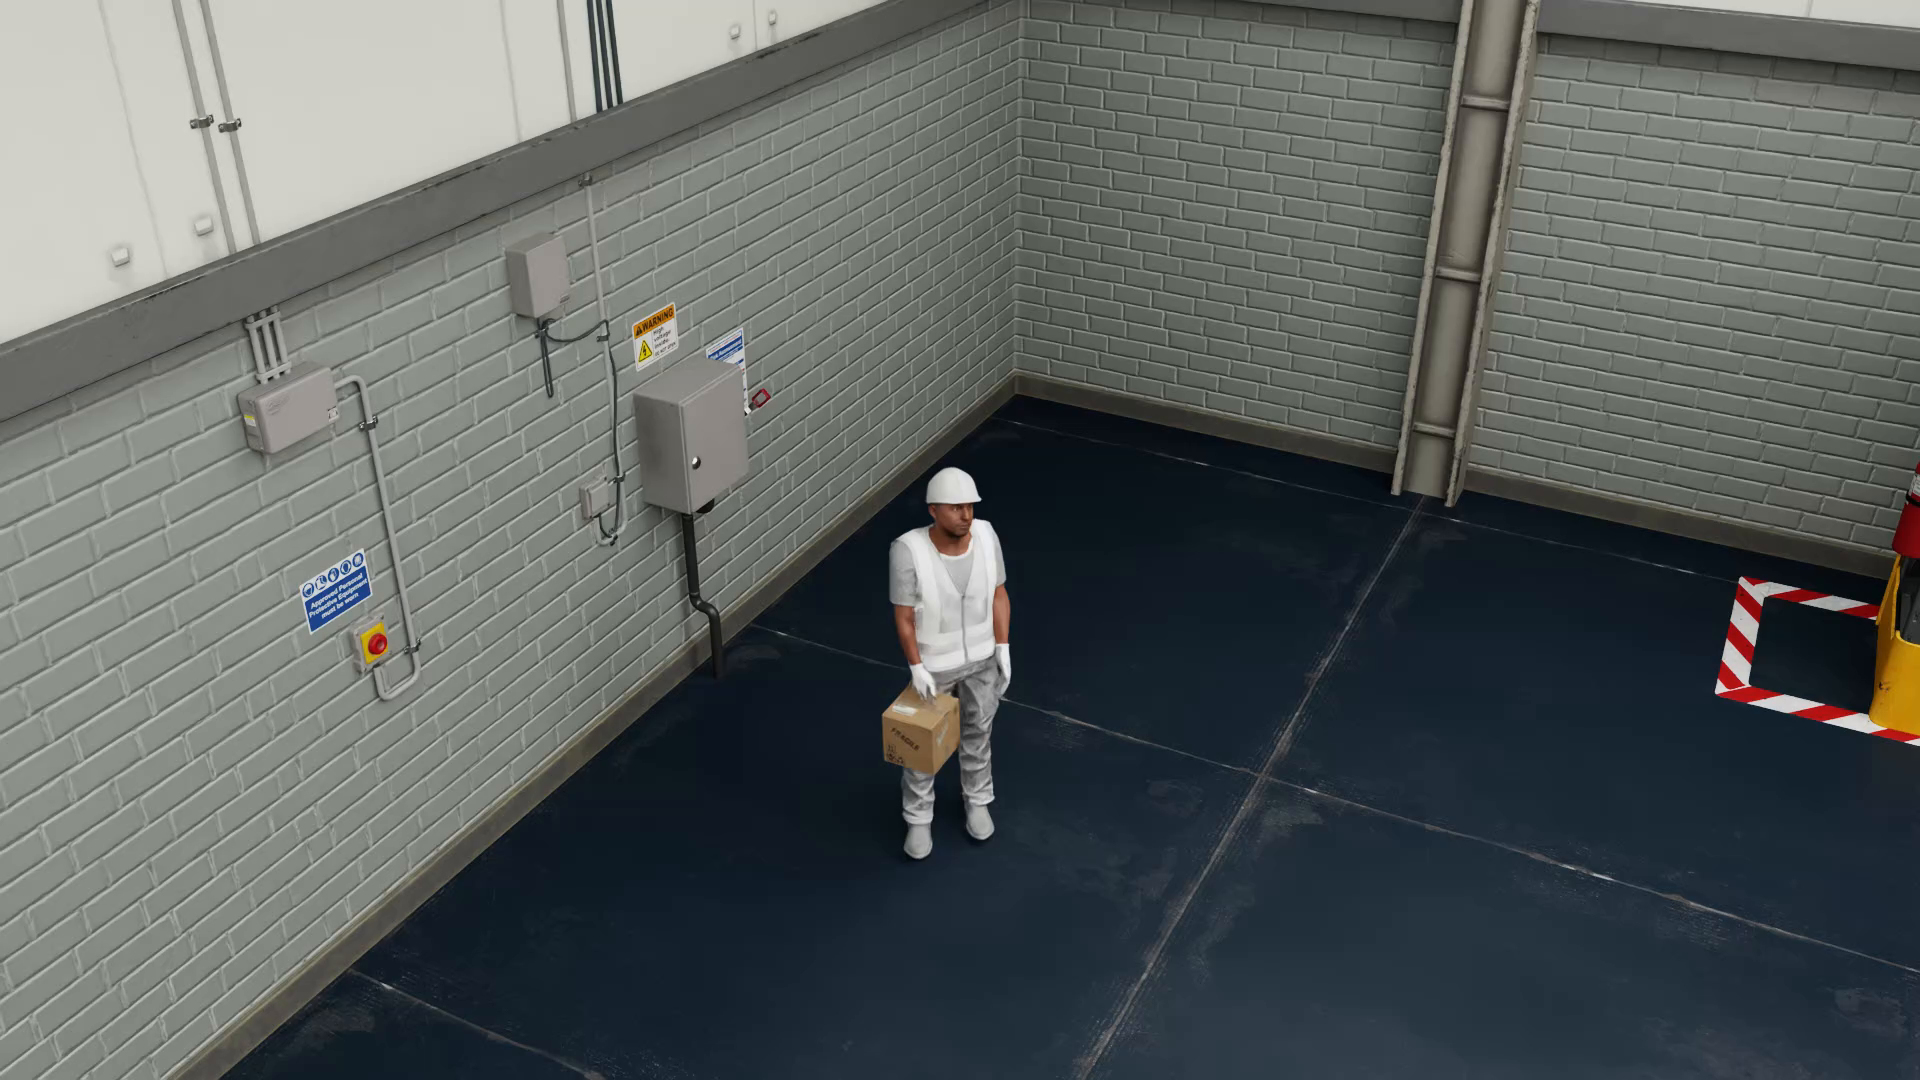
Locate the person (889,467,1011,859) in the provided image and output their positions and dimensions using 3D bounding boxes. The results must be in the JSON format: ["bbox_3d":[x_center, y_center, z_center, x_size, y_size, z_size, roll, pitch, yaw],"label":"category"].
[{"bbox_3d":[-0.036,0.538,7.297,0.579,1.795,0.470,-14,32,-22],"label":"person"}]
